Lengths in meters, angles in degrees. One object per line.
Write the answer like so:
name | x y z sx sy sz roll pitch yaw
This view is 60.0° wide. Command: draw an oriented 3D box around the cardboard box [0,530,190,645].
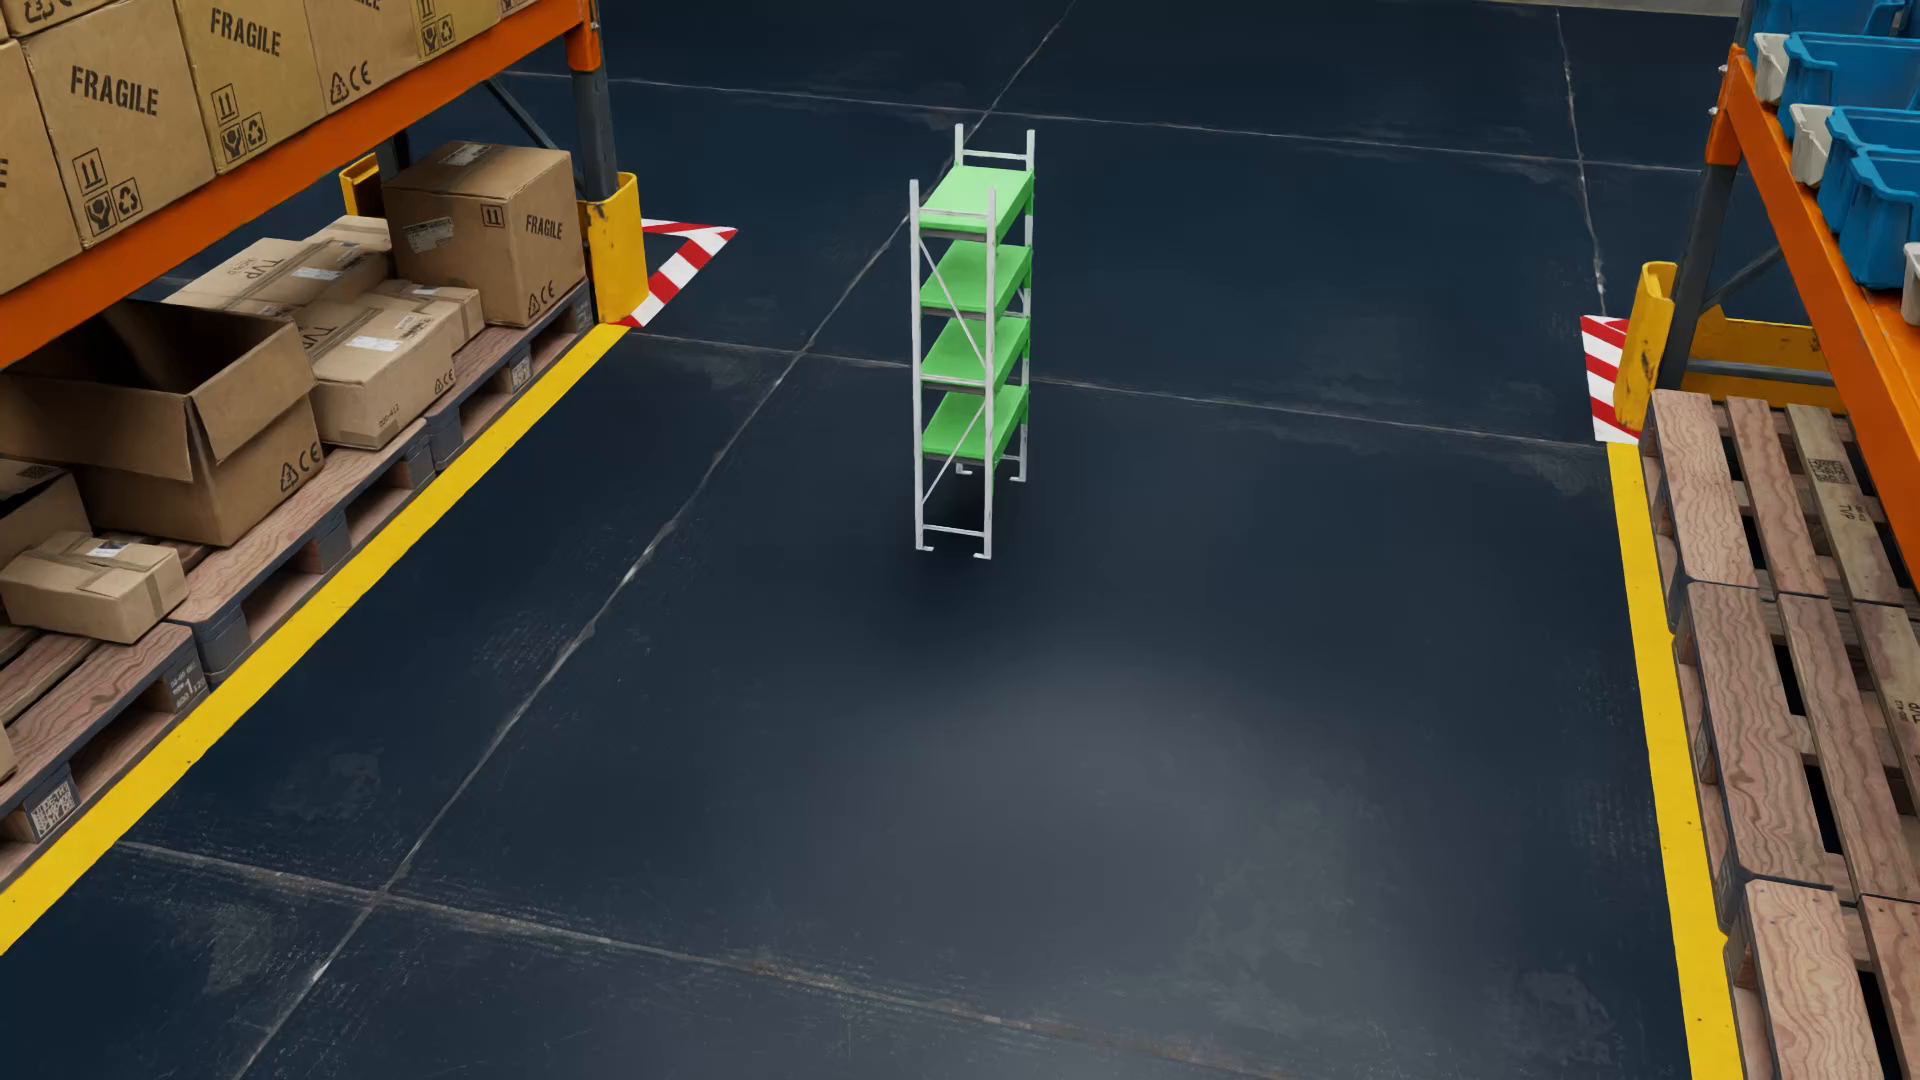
cardboard box | -2.343 0.119 4.498 0.380 0.166 0.250 8 33 12

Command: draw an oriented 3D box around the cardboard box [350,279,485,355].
cardboard box | -1.943 -0.804 5.950 0.380 0.166 0.250 8 33 12

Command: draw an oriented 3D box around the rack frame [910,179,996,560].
rack frame | -0.020 -0.466 4.864 0.240 1.200 0.015 8 33 12

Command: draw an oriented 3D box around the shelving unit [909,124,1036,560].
shelving unit | 0.042 -0.592 5.063 0.258 1.200 0.503 8 33 12

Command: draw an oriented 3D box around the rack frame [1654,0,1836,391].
rack frame | 2.937 -1.652 5.052 1.000 3.000 0.127 8 33 12

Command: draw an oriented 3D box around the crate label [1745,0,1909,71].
crate label | 2.555 -1.523 4.950 0.416 0.233 0.303 8 33 12

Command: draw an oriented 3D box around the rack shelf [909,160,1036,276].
rack shelf | 0.042 -0.943 4.840 0.258 0.148 0.480 8 33 12

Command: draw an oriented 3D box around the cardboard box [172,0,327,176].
cardboard box | -2.092 -1.311 4.424 0.500 0.500 0.500 8 33 12

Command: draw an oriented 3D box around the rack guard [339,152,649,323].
rack guard | -1.873 -1.234 6.725 1.175 0.500 0.348 8 33 12

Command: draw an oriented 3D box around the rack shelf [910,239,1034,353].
rack shelf | 0.042 -0.741 4.969 0.258 0.148 0.480 8 33 12

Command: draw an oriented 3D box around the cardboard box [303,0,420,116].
cardboard box | -1.964 -1.573 4.835 0.500 0.500 0.500 8 33 13

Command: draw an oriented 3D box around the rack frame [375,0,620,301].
rack frame | -1.854 -2.328 6.116 1.000 3.000 0.127 8 33 12

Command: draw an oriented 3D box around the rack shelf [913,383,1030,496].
rack shelf | 0.042 -0.336 5.226 0.258 0.148 0.480 8 33 12

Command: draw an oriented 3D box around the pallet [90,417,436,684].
pallet | -2.386 -0.067 5.159 1.003 0.211 1.213 8 33 12

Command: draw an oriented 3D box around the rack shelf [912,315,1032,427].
rack shelf | 0.042 -0.538 5.098 0.258 0.148 0.480 8 33 12

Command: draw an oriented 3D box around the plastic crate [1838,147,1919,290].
plastic crate | 2.145 -0.684 3.630 0.416 0.233 0.300 8 33 12

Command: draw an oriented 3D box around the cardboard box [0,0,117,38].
cardboard box | -2.216 -1.457 3.721 0.500 0.500 0.500 7 33 11

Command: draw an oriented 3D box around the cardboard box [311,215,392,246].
cardboard box | -2.292 -1.140 6.495 0.380 0.149 0.250 8 33 12

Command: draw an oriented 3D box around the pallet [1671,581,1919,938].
pallet | 2.378 0.579 4.143 1.003 0.211 1.213 8 33 12

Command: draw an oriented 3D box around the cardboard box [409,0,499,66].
cardboard box | -1.832 -1.831 5.241 0.500 0.500 0.500 8 33 13

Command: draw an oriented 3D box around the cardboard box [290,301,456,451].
cardboard box | -2.024 -0.549 5.470 0.500 0.250 0.500 8 33 12

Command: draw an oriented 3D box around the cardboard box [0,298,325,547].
cardboard box | -2.397 -0.360 4.937 0.797 0.503 0.637 8 33 12

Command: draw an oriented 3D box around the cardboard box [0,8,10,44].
cardboard box | -2.347 -1.190 3.302 0.500 0.500 0.500 7 33 11

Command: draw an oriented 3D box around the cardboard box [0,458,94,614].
cardboard box | -2.808 -0.027 4.592 0.500 0.311 0.500 8 33 12

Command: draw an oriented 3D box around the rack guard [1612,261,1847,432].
rack guard | 2.930 -0.611 5.745 1.175 0.500 0.348 8 33 12

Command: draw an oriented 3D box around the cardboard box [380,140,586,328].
cardboard box | -1.753 -1.143 6.172 0.500 0.500 0.500 8 33 12

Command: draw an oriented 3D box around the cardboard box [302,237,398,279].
cardboard box | -2.356 -1.018 6.286 0.380 0.166 0.250 8 33 12

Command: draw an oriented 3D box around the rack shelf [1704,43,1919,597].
rack shelf | 2.429 -0.310 3.613 1.077 0.370 4.000 8 33 12

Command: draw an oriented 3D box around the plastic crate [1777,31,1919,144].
plastic crate | 2.388 -1.181 4.413 0.416 0.233 0.300 8 33 12

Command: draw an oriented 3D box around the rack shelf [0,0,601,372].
rack shelf | -2.361 -0.987 4.677 1.077 0.370 4.000 8 33 12

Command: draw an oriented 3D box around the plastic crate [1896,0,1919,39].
plastic crate | 3.032 -1.493 4.713 0.616 0.435 0.499 8 33 12

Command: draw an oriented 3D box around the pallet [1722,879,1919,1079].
pallet | 2.071 1.214 3.144 1.003 0.211 1.213 8 33 12

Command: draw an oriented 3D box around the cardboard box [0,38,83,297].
cardboard box | -2.349 -0.788 3.600 0.500 0.500 0.500 9 33 13

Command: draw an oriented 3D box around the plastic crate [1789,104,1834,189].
plastic crate | 2.222 -0.975 4.178 0.250 0.136 0.298 8 33 12

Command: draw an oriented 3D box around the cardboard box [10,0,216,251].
cardboard box | -2.220 -1.047 4.008 0.500 0.500 0.500 8 33 12

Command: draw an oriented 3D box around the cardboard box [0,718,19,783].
cardboard box | -2.553 0.508 3.751 0.500 0.311 0.500 8 33 12

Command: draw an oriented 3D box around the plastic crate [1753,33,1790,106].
plastic crate | 2.394 -1.327 4.732 0.250 0.136 0.298 8 33 12

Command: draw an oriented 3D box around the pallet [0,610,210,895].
pallet | -2.694 0.568 4.160 1.003 0.211 1.213 8 33 12

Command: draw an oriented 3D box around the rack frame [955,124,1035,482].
rack frame | 0.104 -0.719 5.262 0.240 1.200 0.015 8 33 12

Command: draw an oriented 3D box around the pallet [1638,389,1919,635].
pallet | 2.690 -0.052 5.135 1.003 0.211 1.213 8 33 12

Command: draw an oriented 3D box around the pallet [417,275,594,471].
pallet | -2.074 -0.698 6.151 1.003 0.211 1.213 8 33 12

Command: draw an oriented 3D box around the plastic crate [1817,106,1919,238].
plastic crate | 2.221 -0.840 3.875 0.416 0.233 0.300 8 33 12

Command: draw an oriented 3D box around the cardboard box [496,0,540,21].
cardboard box | -1.704 -2.101 5.665 0.500 0.500 0.500 9 34 14

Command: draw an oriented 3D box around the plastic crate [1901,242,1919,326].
plastic crate | 2.073 -0.435 3.328 0.293 0.136 0.466 8 33 12

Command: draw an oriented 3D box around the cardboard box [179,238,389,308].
cardboard box | -2.393 -0.850 5.945 0.500 0.250 0.500 8 33 12

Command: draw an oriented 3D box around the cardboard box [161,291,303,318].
cardboard box | -2.520 -0.591 5.536 0.500 0.250 0.500 8 33 12
